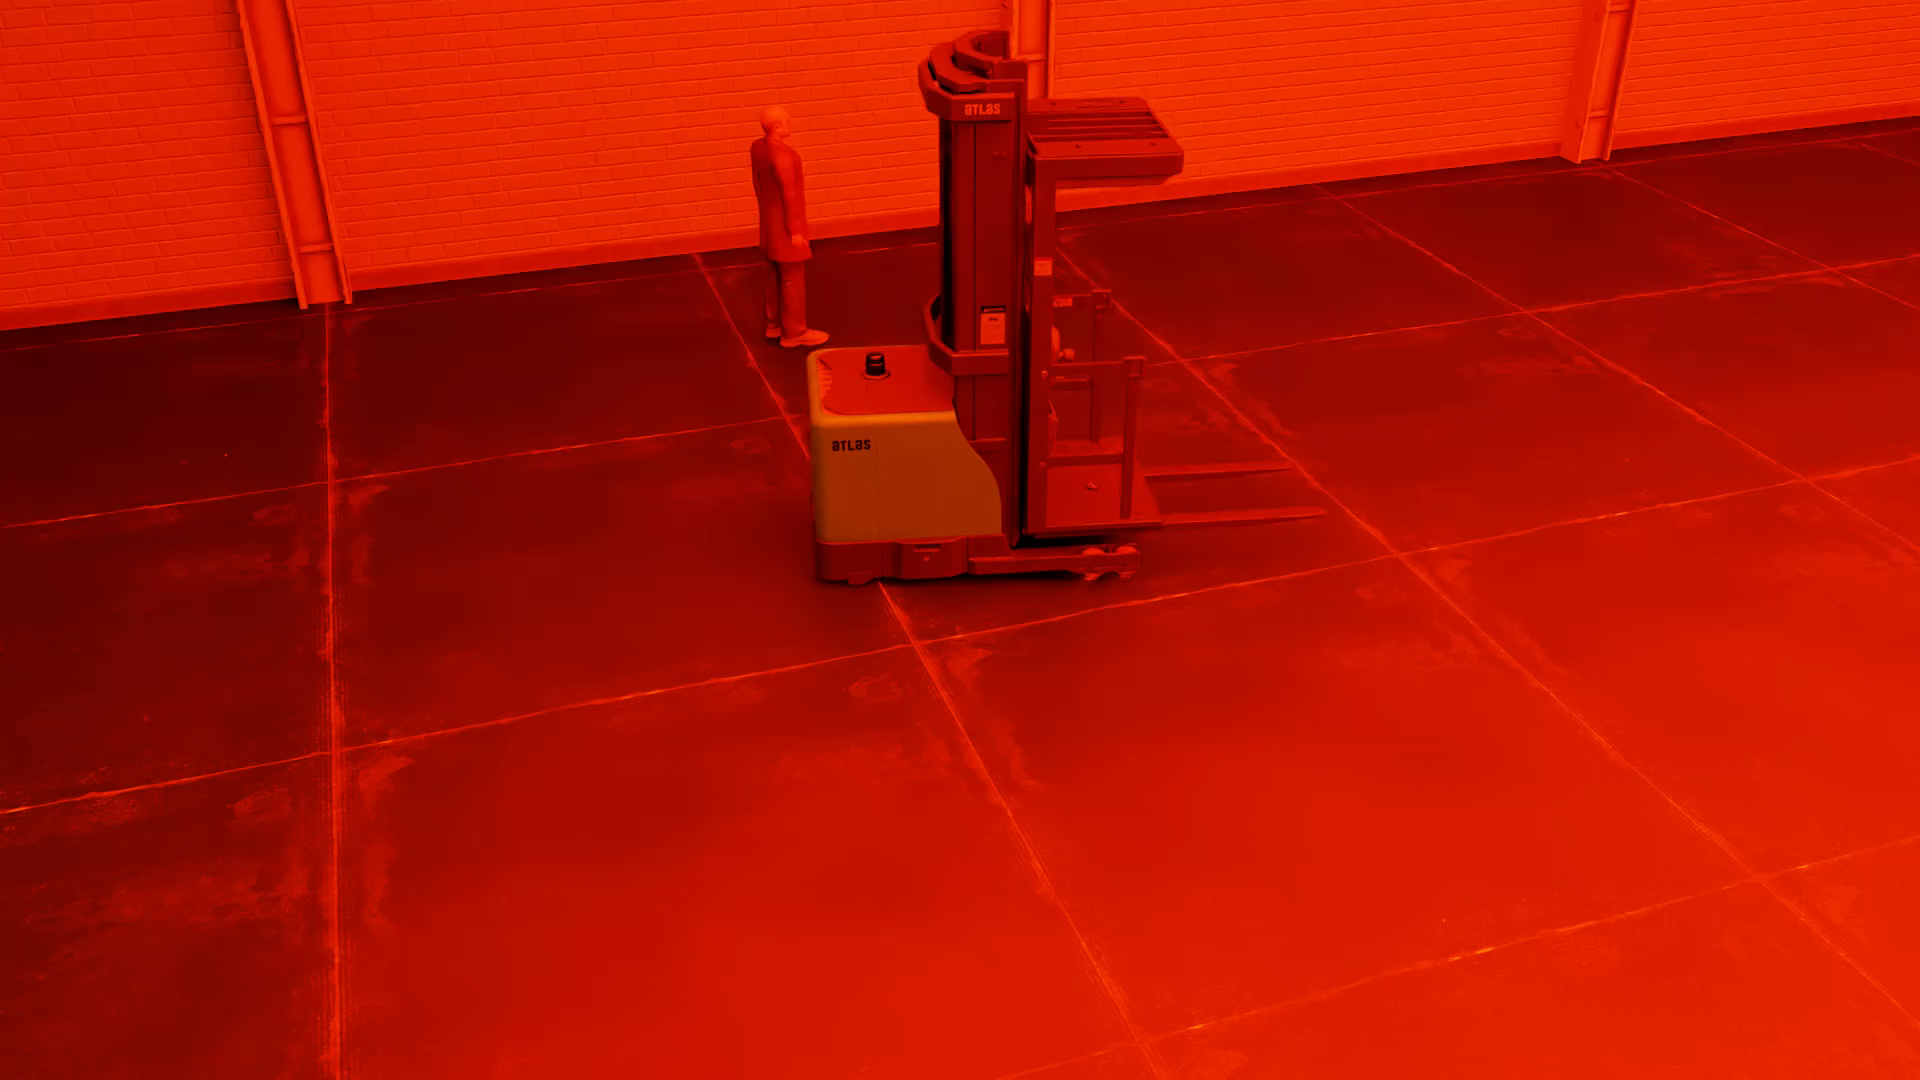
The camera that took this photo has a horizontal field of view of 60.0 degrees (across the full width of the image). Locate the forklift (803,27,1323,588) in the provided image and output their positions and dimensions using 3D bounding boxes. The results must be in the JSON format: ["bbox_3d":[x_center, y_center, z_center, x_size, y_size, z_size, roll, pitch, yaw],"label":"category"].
[{"bbox_3d":[0.624,-1.329,9.396,3.031,2.935,1.130,-4,30,-8],"label":"forklift"}]

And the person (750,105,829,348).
[{"bbox_3d":[-1.279,-2.331,12.291,0.384,1.782,0.550,-17,34,-28],"label":"person"}]
